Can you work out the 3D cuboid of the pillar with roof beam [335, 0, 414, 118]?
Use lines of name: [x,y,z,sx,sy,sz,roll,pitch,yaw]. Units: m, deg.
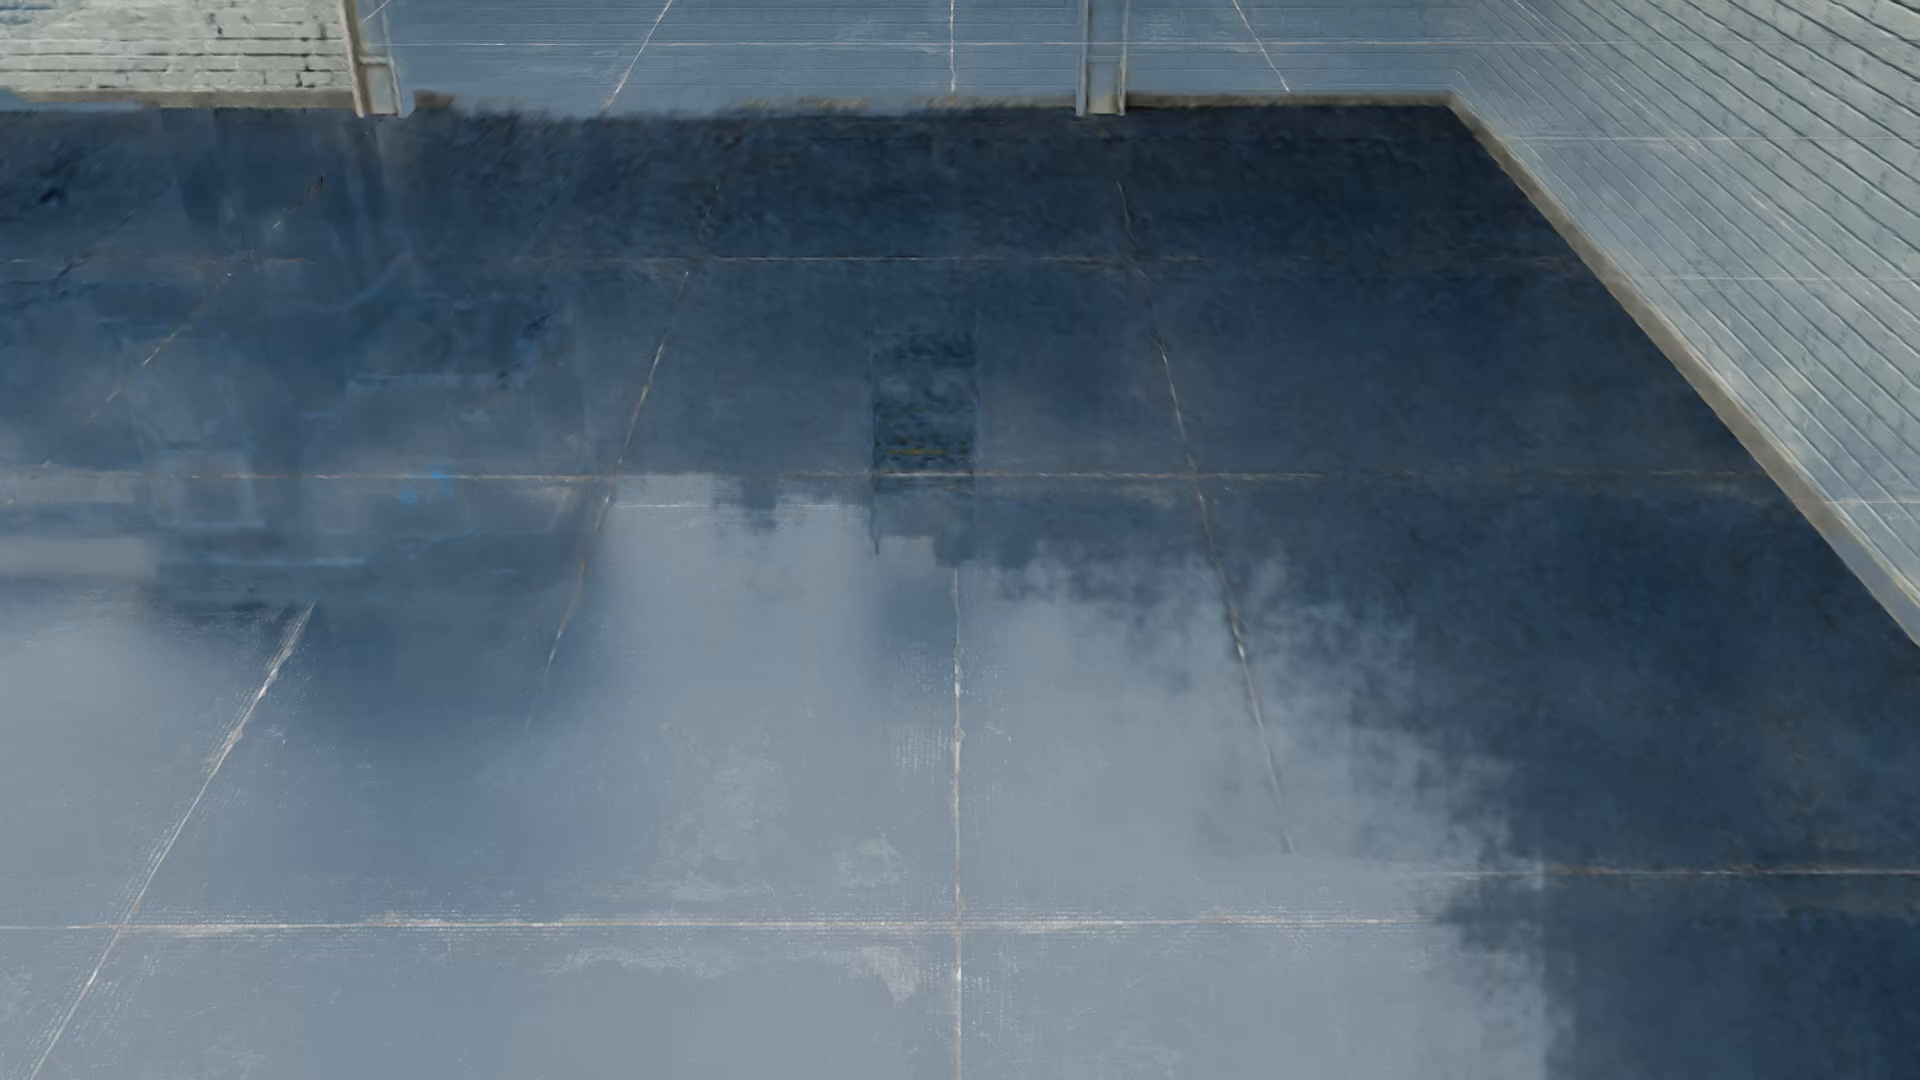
pillar with roof beam: [5.893,-11.312,18.220,0.400,9.000,9.100,0,31,0]
